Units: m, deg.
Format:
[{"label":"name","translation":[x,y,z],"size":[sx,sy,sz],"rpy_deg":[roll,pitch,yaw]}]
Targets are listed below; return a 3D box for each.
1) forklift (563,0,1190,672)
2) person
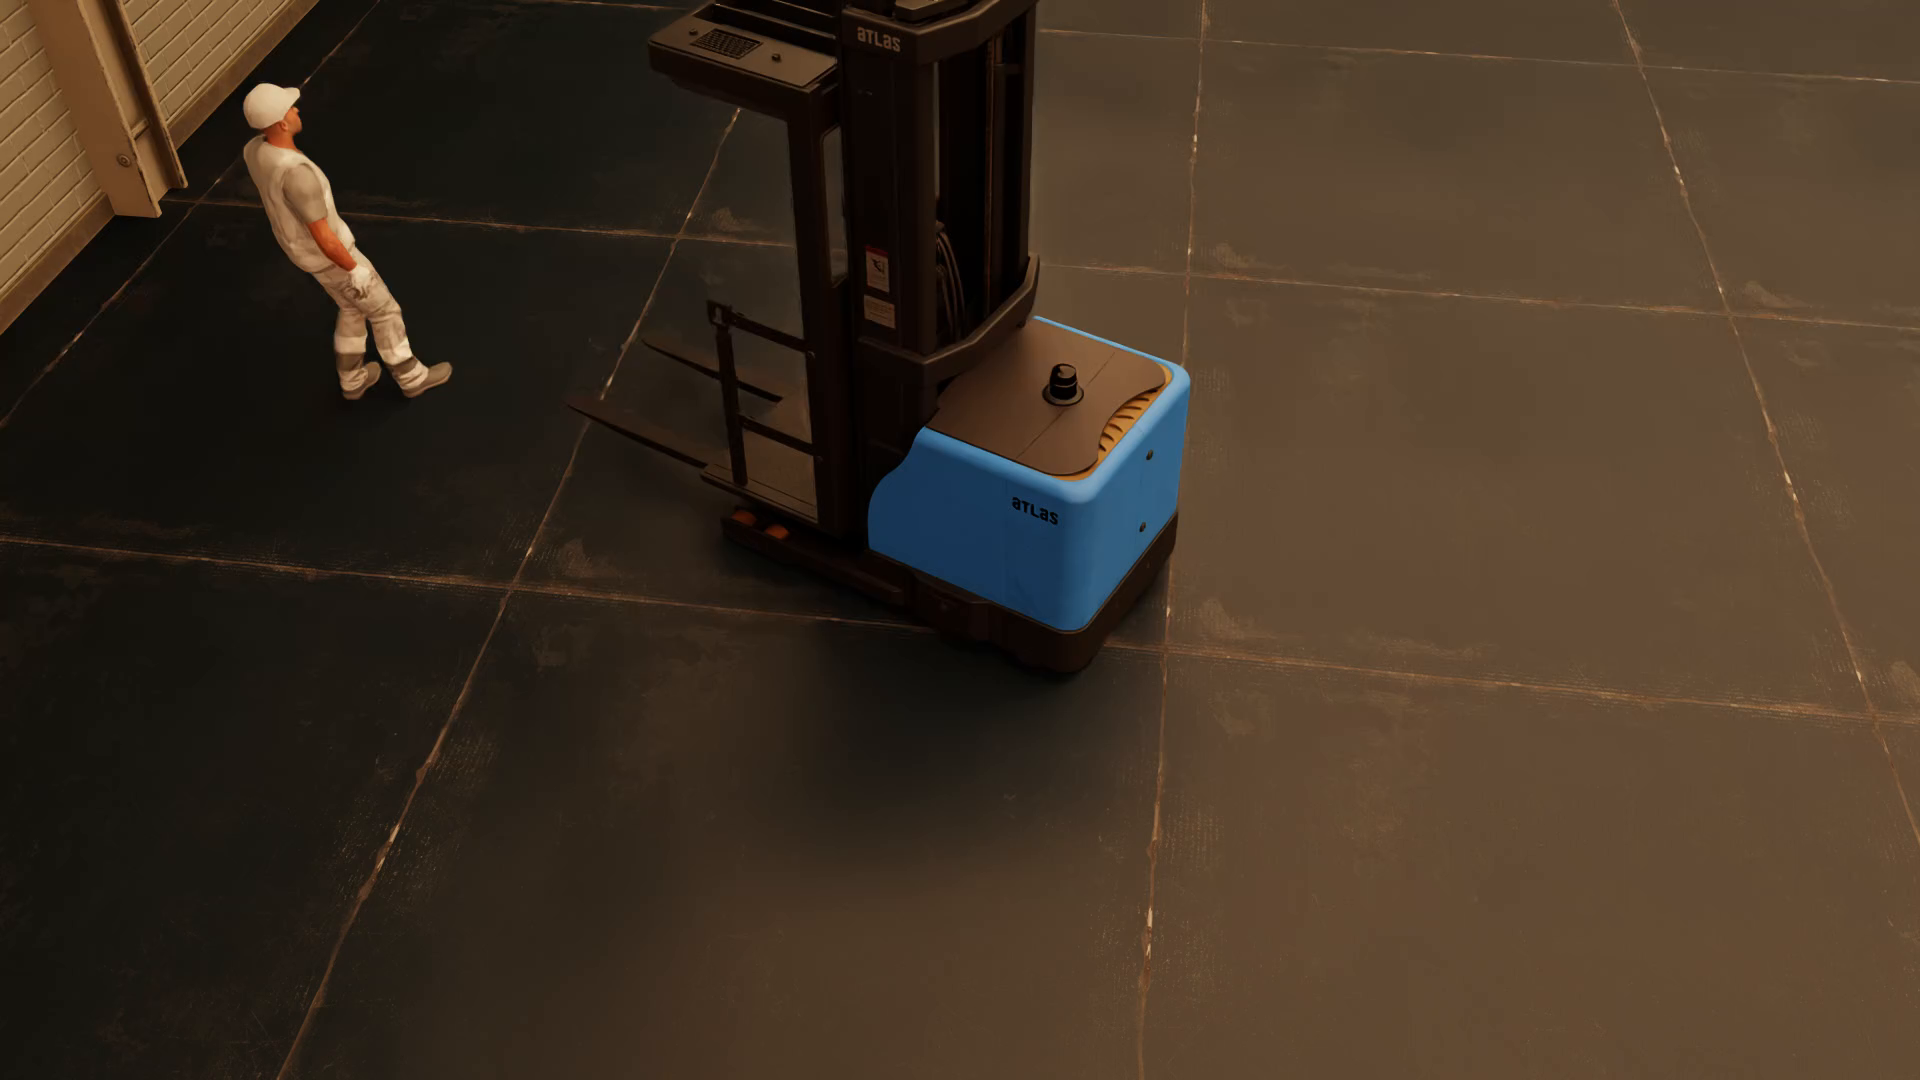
[{"label":"forklift","translation":[-0.524,-1.268,7.105],"size":[3.031,2.935,1.130],"rpy_deg":[23,47,23]},{"label":"person","translation":[-3.024,-1.471,8.196],"size":[0.635,1.770,0.685],"rpy_deg":[-30,50,-28]}]
